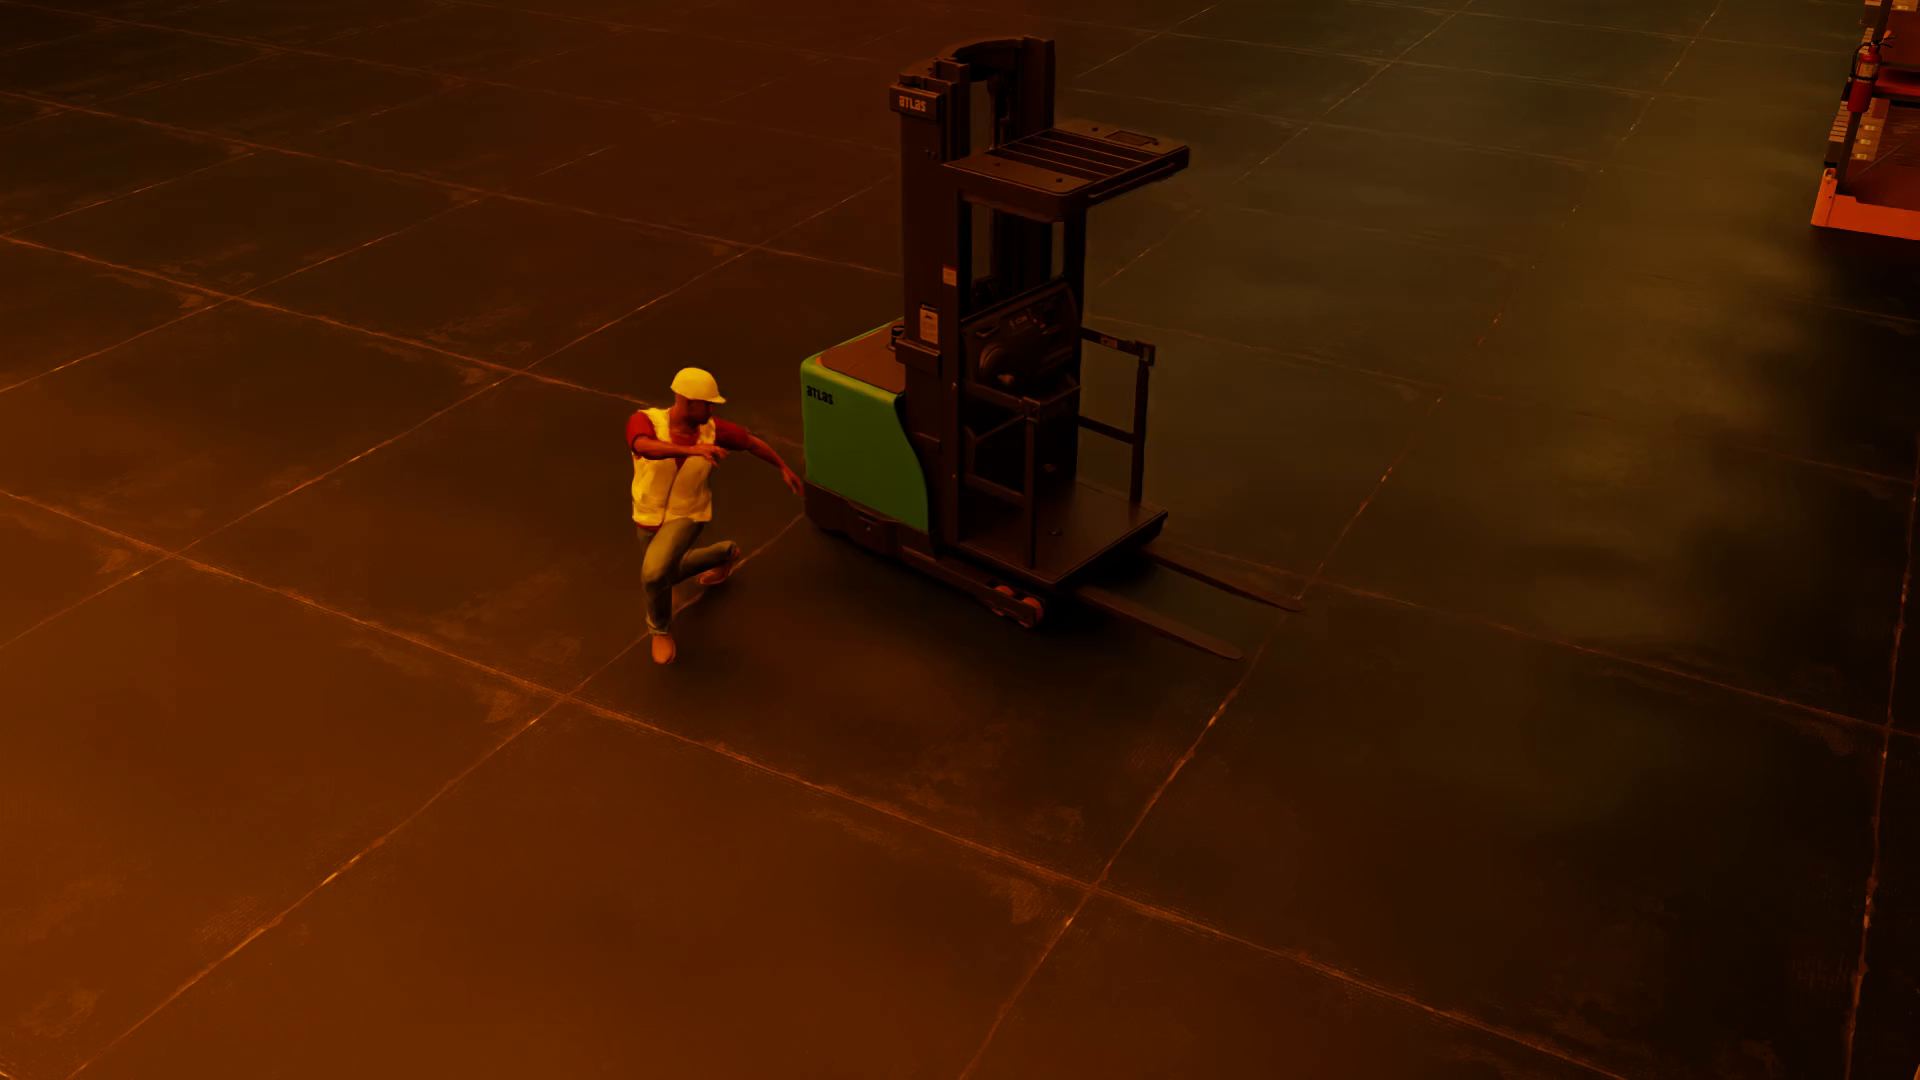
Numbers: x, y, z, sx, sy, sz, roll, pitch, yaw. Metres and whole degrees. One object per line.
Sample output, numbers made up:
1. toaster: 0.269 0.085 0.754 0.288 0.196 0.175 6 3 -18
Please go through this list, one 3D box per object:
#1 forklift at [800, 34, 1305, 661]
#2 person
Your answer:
1. forklift: 0.495 -1.084 8.948 3.031 2.935 1.130 23 37 35
2. person: -1.338 -0.190 8.875 0.839 1.501 0.974 5 30 8
